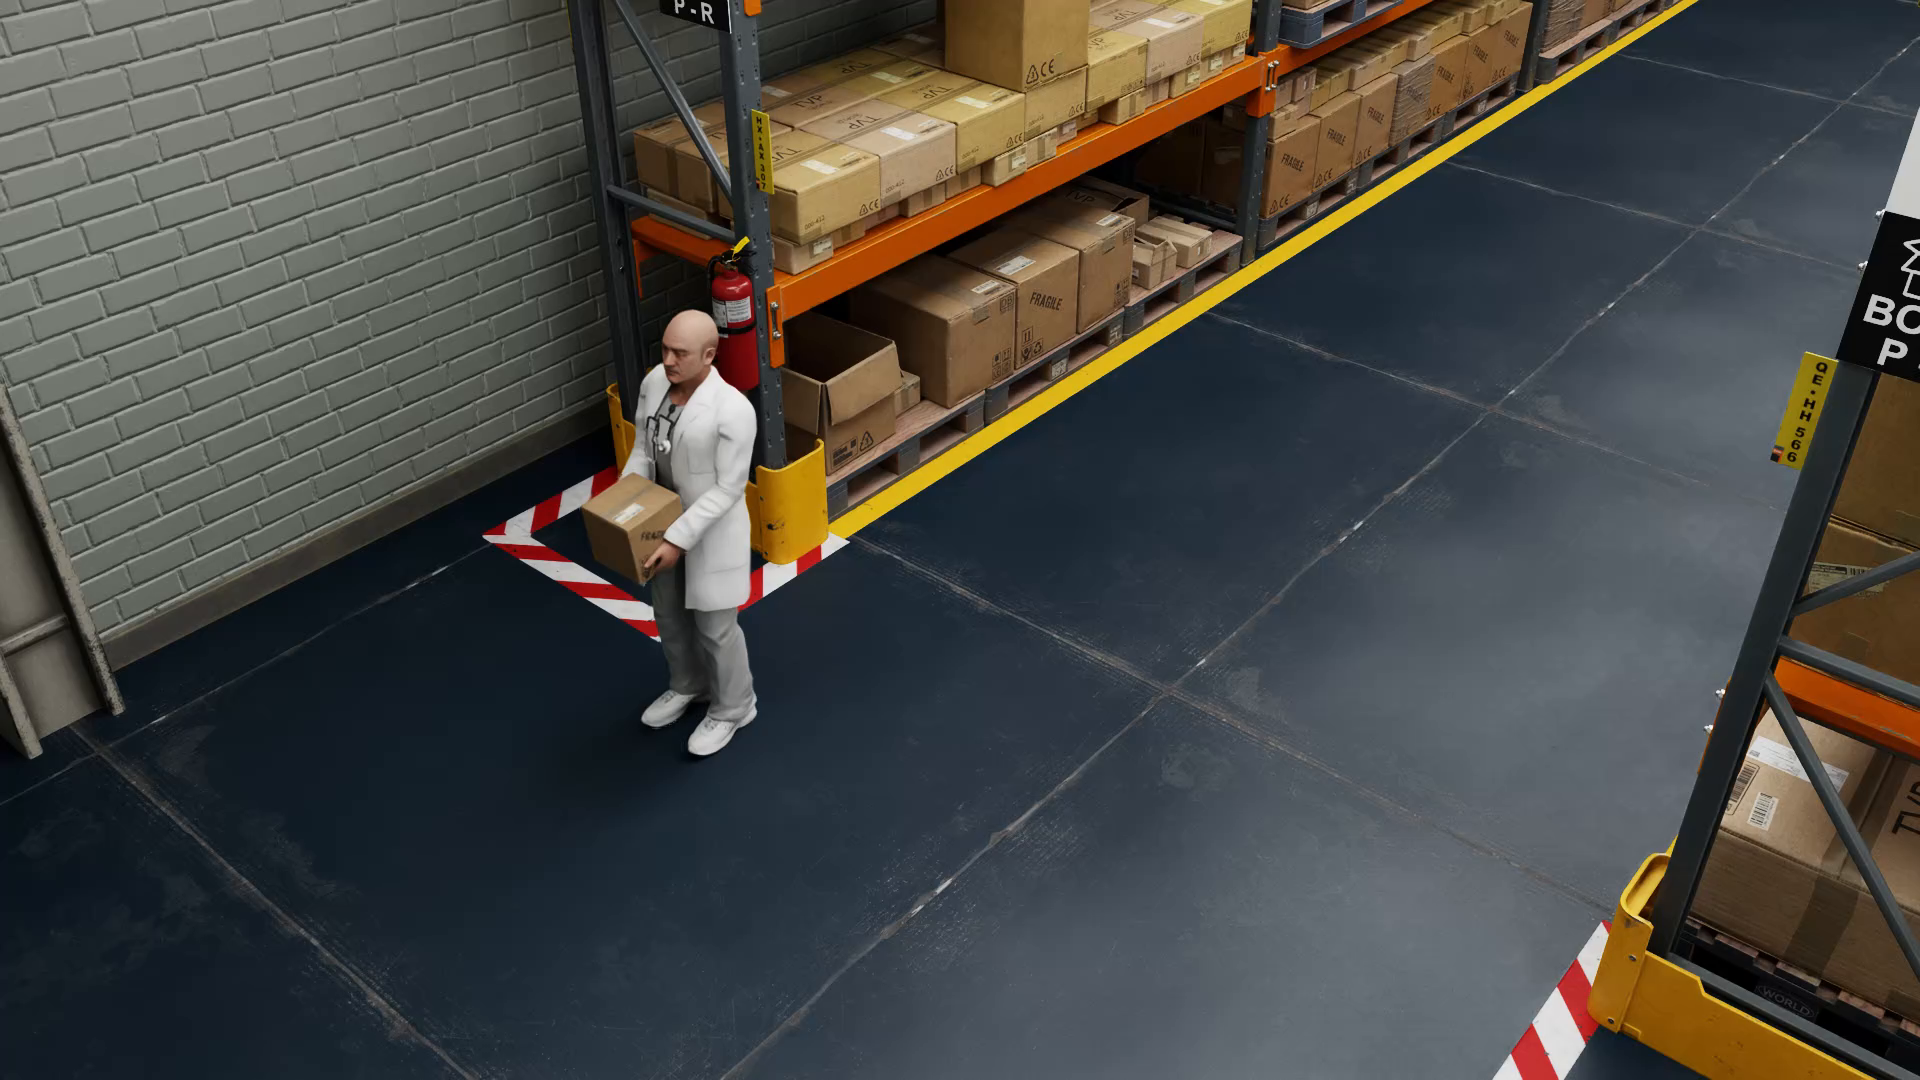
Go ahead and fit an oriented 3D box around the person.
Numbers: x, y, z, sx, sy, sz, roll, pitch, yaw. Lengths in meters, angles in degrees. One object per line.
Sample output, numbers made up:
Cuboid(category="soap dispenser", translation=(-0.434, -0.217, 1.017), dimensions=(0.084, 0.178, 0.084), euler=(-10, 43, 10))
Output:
Cuboid(category="person", translation=(-1.041, 0.010, 6.138), dimensions=(0.542, 1.779, 0.541), euler=(25, 42, 32))
